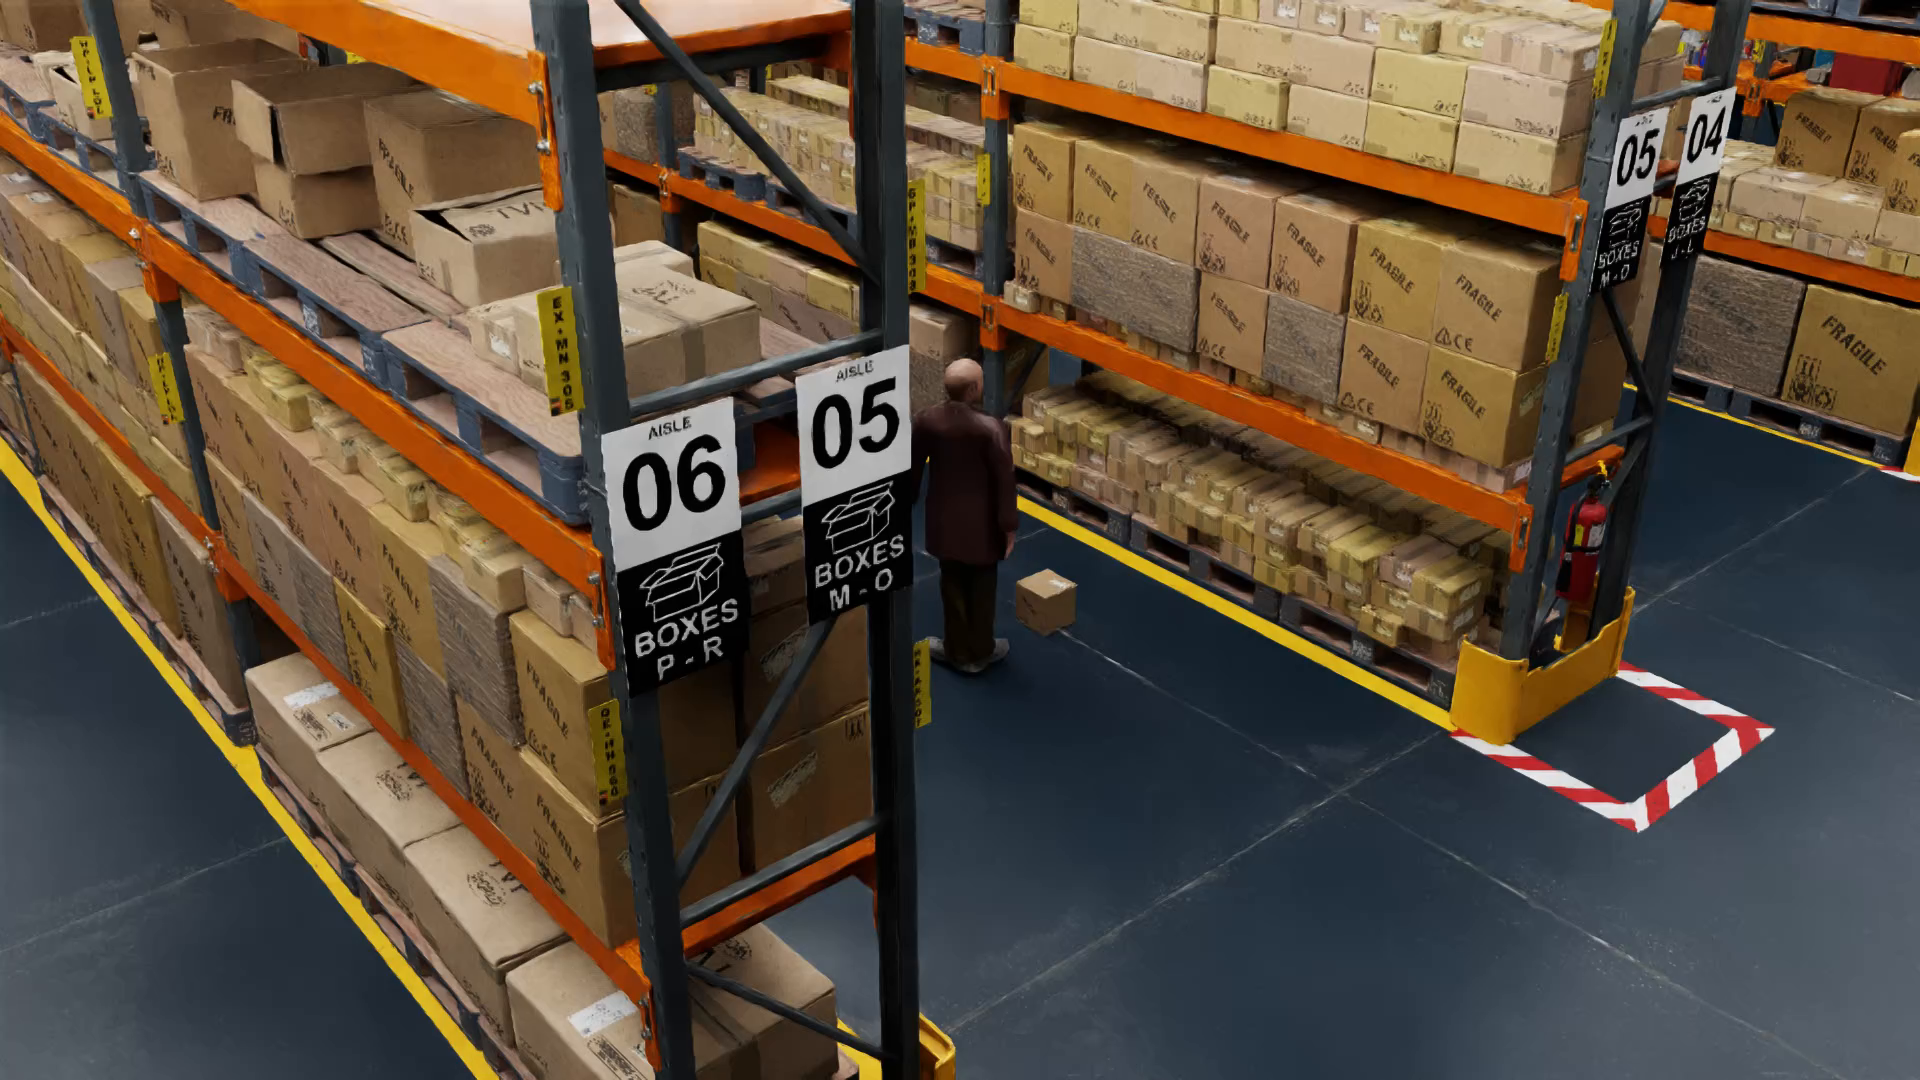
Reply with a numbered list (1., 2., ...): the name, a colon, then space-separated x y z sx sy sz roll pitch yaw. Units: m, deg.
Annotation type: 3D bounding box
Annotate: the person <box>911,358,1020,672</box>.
1. person: 0.000 -0.143 8.869 0.735 1.785 0.379 10 29 18
